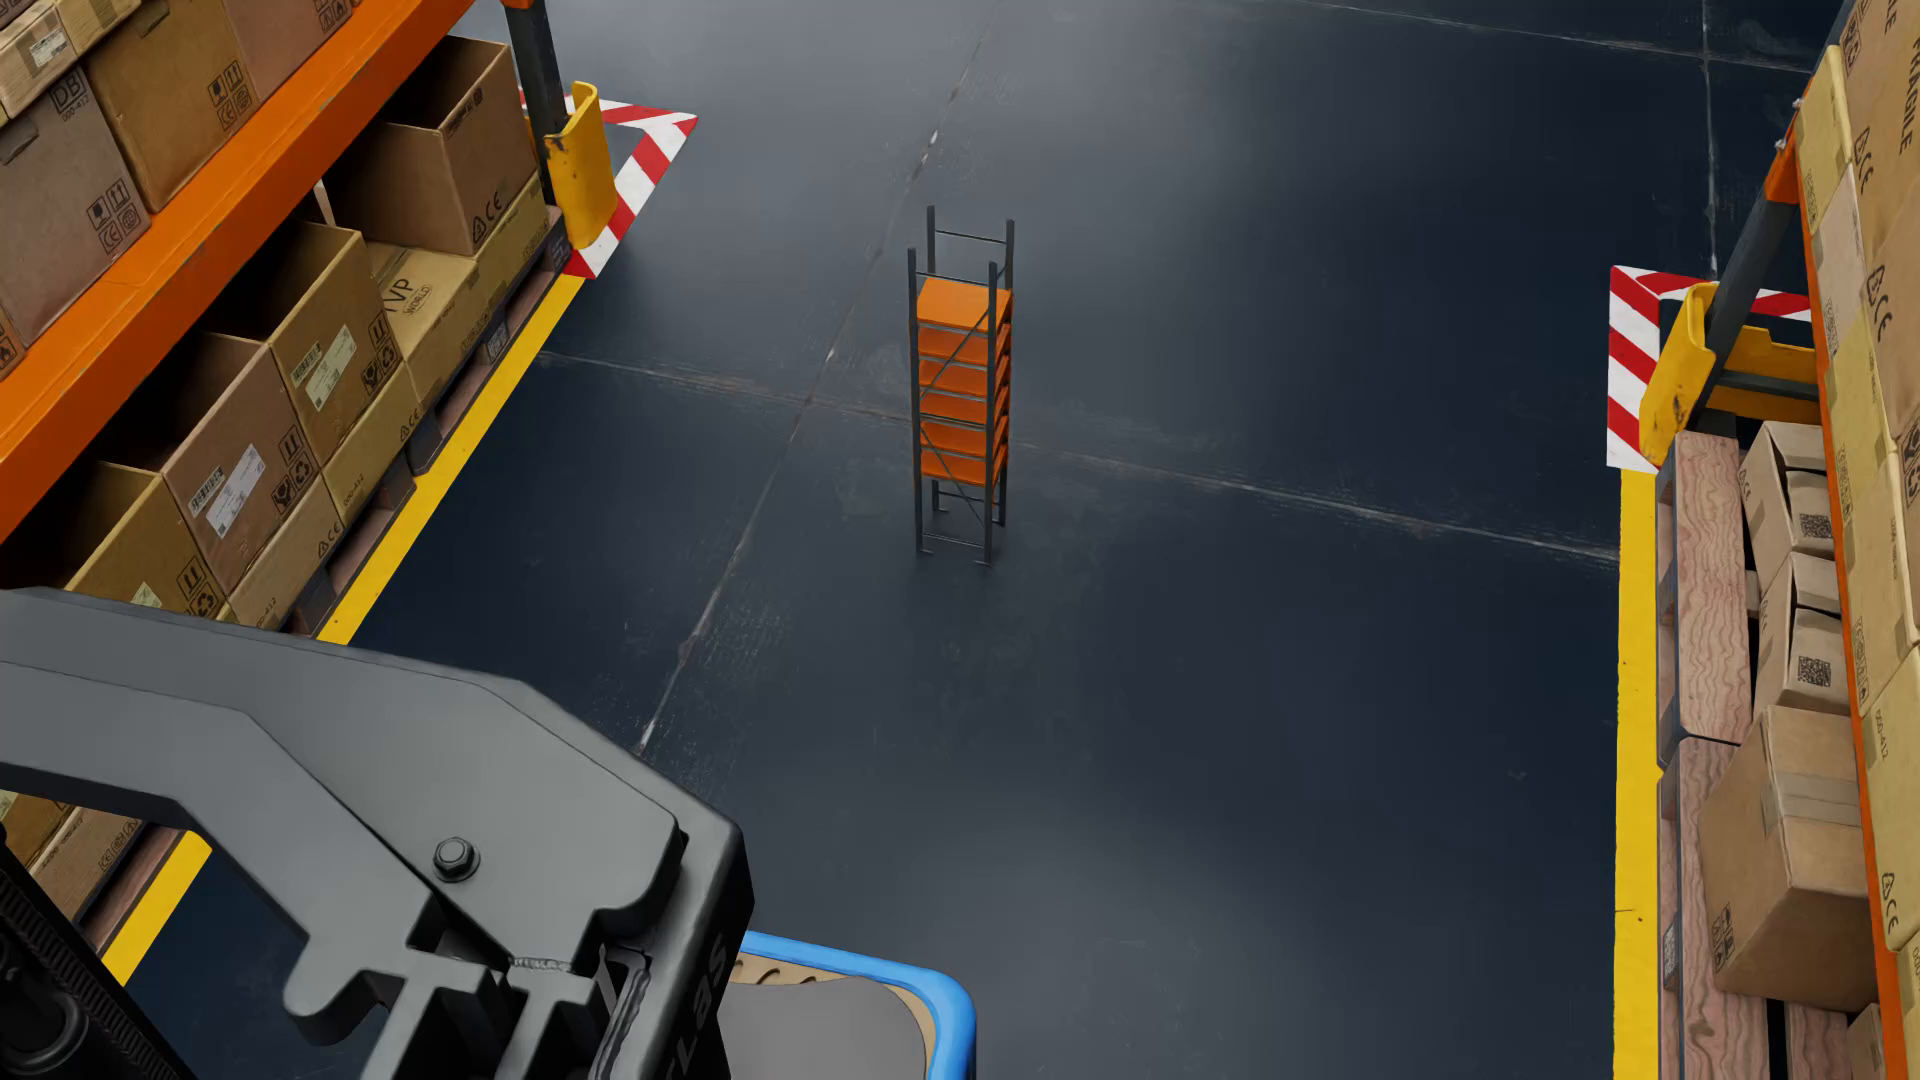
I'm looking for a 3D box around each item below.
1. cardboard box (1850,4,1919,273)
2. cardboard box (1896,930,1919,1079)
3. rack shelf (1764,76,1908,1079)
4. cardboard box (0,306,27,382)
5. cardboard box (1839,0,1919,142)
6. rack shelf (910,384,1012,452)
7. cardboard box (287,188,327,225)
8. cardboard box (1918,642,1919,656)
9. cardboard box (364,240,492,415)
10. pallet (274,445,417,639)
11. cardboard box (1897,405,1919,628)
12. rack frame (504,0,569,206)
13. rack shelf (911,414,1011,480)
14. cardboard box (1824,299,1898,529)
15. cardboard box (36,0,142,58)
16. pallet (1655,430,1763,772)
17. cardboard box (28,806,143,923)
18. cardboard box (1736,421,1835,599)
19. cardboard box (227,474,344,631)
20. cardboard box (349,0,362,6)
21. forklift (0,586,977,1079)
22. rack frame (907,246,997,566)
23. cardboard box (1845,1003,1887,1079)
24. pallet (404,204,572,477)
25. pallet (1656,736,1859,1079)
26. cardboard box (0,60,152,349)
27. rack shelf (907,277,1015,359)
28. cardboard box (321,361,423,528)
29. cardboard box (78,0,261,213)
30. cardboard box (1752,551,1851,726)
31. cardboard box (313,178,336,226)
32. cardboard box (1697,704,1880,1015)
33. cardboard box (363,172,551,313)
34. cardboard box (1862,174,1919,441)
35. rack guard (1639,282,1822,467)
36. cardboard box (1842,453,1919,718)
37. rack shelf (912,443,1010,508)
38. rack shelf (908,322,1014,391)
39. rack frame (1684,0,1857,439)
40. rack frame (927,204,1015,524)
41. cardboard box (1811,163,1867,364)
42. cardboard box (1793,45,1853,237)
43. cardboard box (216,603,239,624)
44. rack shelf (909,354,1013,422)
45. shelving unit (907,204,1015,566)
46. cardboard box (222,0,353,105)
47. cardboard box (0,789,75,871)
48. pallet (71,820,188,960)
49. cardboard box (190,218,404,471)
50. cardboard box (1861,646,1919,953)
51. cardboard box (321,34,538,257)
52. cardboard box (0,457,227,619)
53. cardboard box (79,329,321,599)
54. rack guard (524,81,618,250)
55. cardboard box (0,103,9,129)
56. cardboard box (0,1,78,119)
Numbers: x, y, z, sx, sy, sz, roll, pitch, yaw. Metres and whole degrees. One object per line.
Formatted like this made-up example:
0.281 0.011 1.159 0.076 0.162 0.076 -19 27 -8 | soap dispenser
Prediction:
2.312 -0.875 3.608 0.500 0.500 0.500 12 50 10 | cardboard box
1.786 0.864 2.573 0.500 0.250 0.500 12 50 10 | cardboard box
2.341 0.374 3.399 1.077 0.370 4.000 12 50 10 | rack shelf
-2.586 -0.493 3.618 0.700 0.500 0.500 12 50 11 | cardboard box
2.452 -1.230 3.922 0.500 0.500 0.500 12 50 10 | cardboard box
0.004 -0.378 4.843 0.258 0.103 0.180 12 50 10 | rack shelf
-2.398 -1.057 5.236 0.500 0.500 0.500 12 50 10 | cardboard box
1.909 0.250 2.615 0.500 0.500 0.500 10 49 9 | cardboard box
-1.889 -0.705 5.425 0.500 0.250 0.500 12 50 10 | cardboard box
-2.397 0.078 5.040 1.003 0.211 1.213 12 50 10 | pallet
2.046 -0.127 2.948 0.500 0.500 0.500 13 50 11 | cardboard box
-1.913 -2.286 5.267 1.000 3.000 0.127 12 50 10 | rack frame
0.004 -0.299 4.933 0.258 0.103 0.180 12 50 10 | rack shelf
2.170 -0.232 3.541 0.500 0.250 0.500 11 49 9 | cardboard box
-2.169 -1.283 3.882 0.380 0.149 0.250 13 50 11 | cardboard box
2.599 0.247 4.891 1.003 0.211 1.213 12 50 10 | pallet
-2.414 0.742 4.148 0.500 0.250 0.500 12 50 10 | cardboard box
2.598 -0.084 4.824 0.500 0.311 0.500 7 49 6 | cardboard box
-2.152 0.018 4.787 0.500 0.250 0.500 12 50 10 | cardboard box
-2.048 -1.984 4.934 0.700 0.500 0.500 12 50 10 | cardboard box
-0.789 1.557 1.921 1.130 2.935 3.031 10 49 9 | forklift
-0.020 -0.341 4.751 0.240 1.200 0.006 12 50 10 | rack frame
2.255 1.227 3.774 0.380 0.149 0.250 8 49 7 | cardboard box
-2.074 -0.802 5.817 1.003 0.211 1.213 12 50 10 | pallet
2.276 1.127 4.115 1.003 0.211 1.213 12 50 10 | pallet
-2.453 -0.864 3.945 0.700 0.500 0.500 13 50 11 | cardboard box
0.004 -0.616 4.573 0.258 0.103 0.180 12 50 10 | rack shelf
-2.019 -0.343 5.106 0.500 0.250 0.500 12 50 10 | cardboard box
-2.318 -1.245 4.282 0.700 0.500 0.500 12 50 10 | cardboard box
2.448 0.328 4.460 0.500 0.311 0.500 15 50 13 | cardboard box
-2.269 -1.171 5.837 0.500 0.250 0.500 12 50 10 | cardboard box
2.207 0.786 3.929 0.700 0.500 0.500 9 49 8 | cardboard box
-1.769 -1.069 5.747 0.500 0.250 0.500 12 50 10 | cardboard box
2.170 -0.502 3.279 0.500 0.500 0.500 10 49 9 | cardboard box
2.847 -0.429 5.295 1.175 0.500 0.348 12 50 10 | rack guard
2.035 0.133 3.219 0.500 0.250 0.500 12 50 10 | cardboard box
0.004 -0.219 5.023 0.258 0.103 0.180 12 50 10 | rack shelf
0.004 -0.537 4.663 0.258 0.103 0.180 12 50 10 | rack shelf
2.867 -1.311 4.407 1.000 3.000 0.127 12 50 10 | rack frame
0.028 -0.474 4.868 0.240 1.200 0.006 12 50 10 | rack frame
2.310 -0.599 3.865 0.500 0.250 0.500 10 49 9 | cardboard box
2.433 -0.978 4.199 0.500 0.250 0.500 10 49 9 | cardboard box
-2.278 0.381 4.467 0.500 0.250 0.500 12 50 10 | cardboard box
0.004 -0.458 4.753 0.258 0.103 0.180 12 50 10 | rack shelf
0.004 -0.407 4.809 0.258 1.200 0.189 12 50 10 | shelving unit
-2.182 -1.603 4.598 0.700 0.500 0.500 13 50 11 | cardboard box
-2.417 0.493 3.868 0.500 0.500 0.500 12 50 10 | cardboard box
-2.716 0.963 4.259 1.003 0.211 1.213 12 50 10 | pallet
-2.016 -0.590 4.824 0.500 0.500 0.500 12 50 10 | cardboard box
1.903 0.497 2.897 0.500 0.250 0.500 11 50 10 | cardboard box
-1.767 -1.317 5.465 0.500 0.500 0.500 12 50 10 | cardboard box
-2.278 0.133 4.186 0.500 0.500 0.500 12 50 10 | cardboard box
-2.149 -0.229 4.505 0.500 0.500 0.500 12 50 10 | cardboard box
-1.906 -1.476 6.219 1.175 0.500 0.348 12 50 10 | rack guard
-2.304 -0.918 3.560 0.380 0.149 0.250 11 50 10 | cardboard box
-2.236 -1.097 3.719 0.380 0.149 0.250 11 49 10 | cardboard box
